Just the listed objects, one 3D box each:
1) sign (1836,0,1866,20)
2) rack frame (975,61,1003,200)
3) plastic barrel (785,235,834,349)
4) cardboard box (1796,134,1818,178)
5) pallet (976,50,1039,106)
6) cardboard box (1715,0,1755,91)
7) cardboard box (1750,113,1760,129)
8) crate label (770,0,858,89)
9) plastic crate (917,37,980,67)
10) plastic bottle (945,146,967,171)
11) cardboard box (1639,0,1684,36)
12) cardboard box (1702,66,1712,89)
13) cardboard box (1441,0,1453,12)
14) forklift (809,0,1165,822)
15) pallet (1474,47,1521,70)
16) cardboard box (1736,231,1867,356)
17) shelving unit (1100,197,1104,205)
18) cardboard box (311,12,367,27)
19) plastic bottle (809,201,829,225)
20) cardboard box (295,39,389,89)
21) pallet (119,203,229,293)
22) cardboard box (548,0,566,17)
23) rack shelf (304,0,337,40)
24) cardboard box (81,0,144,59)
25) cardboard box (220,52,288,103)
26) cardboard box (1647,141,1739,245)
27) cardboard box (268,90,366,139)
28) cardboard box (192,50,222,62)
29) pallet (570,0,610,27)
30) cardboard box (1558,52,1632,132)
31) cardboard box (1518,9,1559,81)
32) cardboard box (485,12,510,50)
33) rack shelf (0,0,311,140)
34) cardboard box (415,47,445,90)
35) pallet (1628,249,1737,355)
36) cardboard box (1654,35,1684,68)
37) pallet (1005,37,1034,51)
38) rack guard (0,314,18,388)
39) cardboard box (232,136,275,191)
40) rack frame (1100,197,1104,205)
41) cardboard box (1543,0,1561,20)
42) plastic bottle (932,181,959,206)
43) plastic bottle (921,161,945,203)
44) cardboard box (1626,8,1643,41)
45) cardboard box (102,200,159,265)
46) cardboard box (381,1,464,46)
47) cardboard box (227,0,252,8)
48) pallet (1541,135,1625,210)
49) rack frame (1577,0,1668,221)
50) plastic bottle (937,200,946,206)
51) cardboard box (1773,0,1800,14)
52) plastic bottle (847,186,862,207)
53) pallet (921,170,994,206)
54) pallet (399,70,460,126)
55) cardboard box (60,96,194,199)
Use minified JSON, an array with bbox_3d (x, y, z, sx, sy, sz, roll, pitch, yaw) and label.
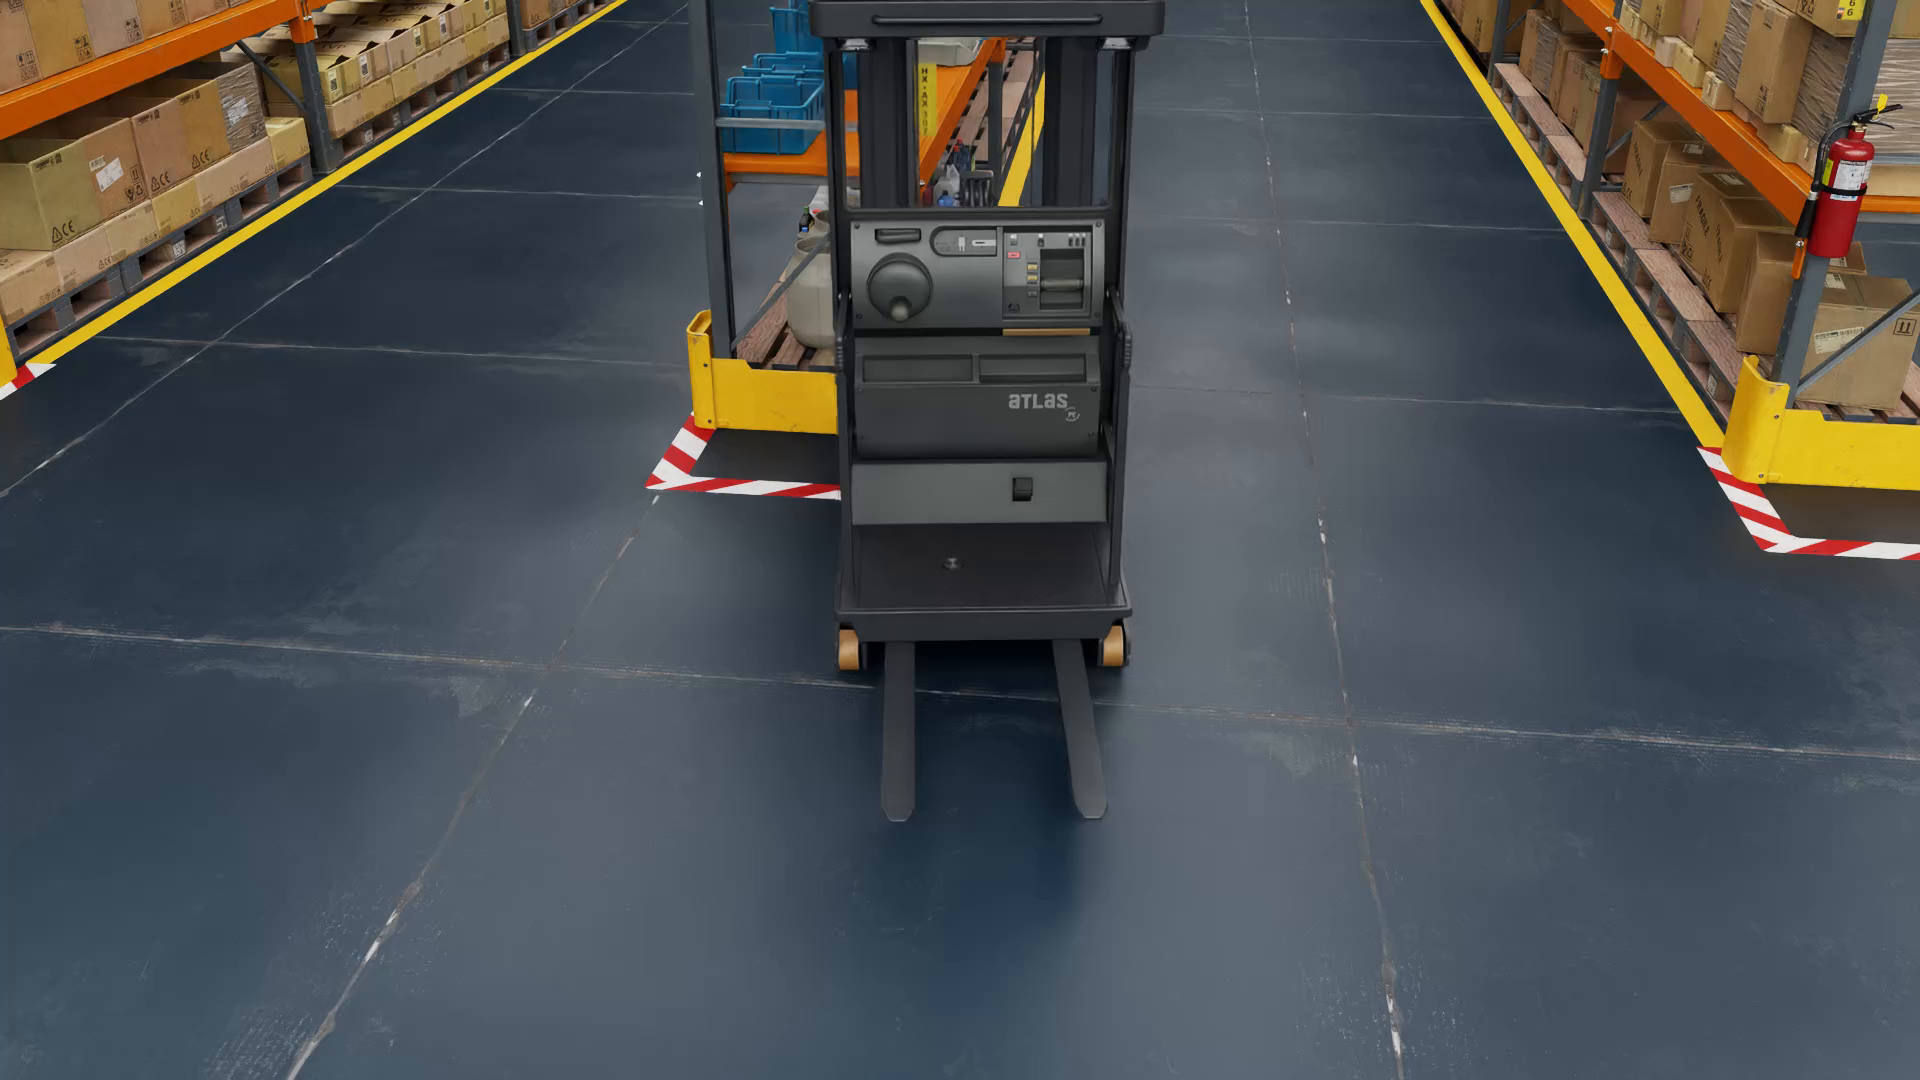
[{"bbox_3d":[3.667,-2.291,6.787,0.100,0.325,0.005,3,28,6],"label":"sign"},{"bbox_3d":[-0.210,-3.772,11.088,1.000,3.000,0.127,3,28,6],"label":"rack frame"},{"bbox_3d":[-0.696,-1.293,8.667,0.421,0.512,0.421,0,28,0],"label":"plastic barrel"},{"bbox_3d":[4.077,-1.754,7.608,0.380,0.149,0.250,3,28,6],"label":"cardboard box"},{"bbox_3d":[0.146,-4.064,14.572,1.003,0.211,1.213,3,28,6],"label":"pallet"},{"bbox_3d":[4.356,-2.508,8.324,0.875,0.500,0.500,3,28,6],"label":"cardboard box"},{"bbox_3d":[4.174,-2.107,8.263,0.380,0.149,0.250,3,28,6],"label":"cardboard box"},{"bbox_3d":[-0.743,-2.786,9.222,0.502,0.435,0.616,3,28,6],"label":"crate label"},{"bbox_3d":[-0.158,-2.876,9.705,0.530,0.136,0.437,3,28,6],"label":"plastic crate"},{"bbox_3d":[-0.027,-2.389,10.851,0.144,0.351,0.185,2,28,4],"label":"plastic bottle"},{"bbox_3d":[4.493,-3.217,9.640,0.875,0.500,0.500,3,28,6],"label":"cardboard box"},{"bbox_3d":[4.224,-2.462,8.923,0.380,0.149,0.250,3,28,6],"label":"cardboard box"},{"bbox_3d":[5.518,-5.776,16.606,1.225,0.875,0.875,2,28,4],"label":"cardboard box"},{"bbox_3d":[0.073,-0.944,5.912,1.130,2.935,3.031,-1,28,-1],"label":"forklift"},{"bbox_3d":[5.367,-4.506,15.391,1.003,0.211,1.213,3,28,6],"label":"pallet"},{"bbox_3d":[4.348,-1.262,8.622,0.500,0.500,0.500,11,30,19],"label":"cardboard box"},{"bbox_3d":[0.513,-0.997,7.819,0.189,1.200,0.258,1,27,-17],"label":"shelving unit"},{"bbox_3d":[-5.175,-4.206,13.760,0.500,0.311,0.500,3,28,6],"label":"cardboard box"},{"bbox_3d":[-0.852,-1.890,10.004,0.152,0.276,0.135,4,29,7],"label":"plastic bottle"},{"bbox_3d":[-4.761,-3.698,12.816,0.500,0.311,0.500,3,28,6],"label":"cardboard box"},{"bbox_3d":[-5.412,-1.886,10.528,1.003,0.211,1.213,3,28,6],"label":"pallet"},{"bbox_3d":[-4.238,-5.482,16.434,0.500,0.500,0.500,2,28,4],"label":"cardboard box"},{"bbox_3d":[-4.881,-4.686,13.544,1.077,0.370,4.000,3,28,6],"label":"rack shelf"},{"bbox_3d":[-5.359,-3.170,9.867,0.700,0.500,0.500,4,29,8],"label":"cardboard box"},{"bbox_3d":[-5.361,-3.490,12.430,0.500,0.311,0.500,3,28,6],"label":"cardboard box"},{"bbox_3d":[4.554,-2.112,10.201,0.500,0.500,0.500,13,31,22],"label":"cardboard box"},{"bbox_3d":[-4.831,-3.211,12.504,0.500,0.250,0.500,3,28,5],"label":"cardboard box"},{"bbox_3d":[-5.493,-3.166,11.629,0.500,0.500,0.500,3,28,6],"label":"cardboard box"},{"bbox_3d":[-4.355,-5.638,17.493,1.003,0.211,1.213,3,28,6],"label":"pallet"},{"bbox_3d":[4.947,-3.352,12.480,0.700,0.500,0.500,1,28,2],"label":"cardboard box"},{"bbox_3d":[5.133,-4.143,13.950,0.700,0.500,0.500,2,28,4],"label":"cardboard box"},{"bbox_3d":[-4.458,-4.657,15.187,0.500,0.250,0.500,4,29,7],"label":"cardboard box"},{"bbox_3d":[-5.371,-2.803,10.049,1.077,0.370,4.000,3,28,6],"label":"rack shelf"},{"bbox_3d":[-4.643,-3.935,13.848,0.500,0.250,0.500,4,29,7],"label":"cardboard box"},{"bbox_3d":[4.511,-1.362,9.556,1.003,0.211,1.213,3,28,6],"label":"pallet"},{"bbox_3d":[4.241,-2.820,9.586,0.380,0.149,0.250,3,28,6],"label":"cardboard box"},{"bbox_3d":[0.335,-4.800,15.938,1.003,0.211,1.213,3,28,6],"label":"pallet"},{"bbox_3d":[-5.619,-1.067,8.703,1.175,0.500,0.348,3,28,6],"label":"rack guard"},{"bbox_3d":[-5.037,-2.570,11.314,0.500,0.250,0.500,3,28,6],"label":"cardboard box"},{"bbox_3d":[0.600,-0.996,7.845,0.006,1.200,0.240,1,27,-17],"label":"rack frame"},{"bbox_3d":[5.143,-4.473,13.771,0.500,0.250,0.500,4,29,8],"label":"cardboard box"},{"bbox_3d":[-0.090,-2.128,10.445,0.152,0.276,0.135,4,29,7],"label":"plastic bottle"},{"bbox_3d":[-0.177,-2.353,10.862,0.152,0.276,0.135,3,28,6],"label":"plastic bottle"},{"bbox_3d":[4.337,-3.173,10.241,0.380,0.149,0.250,3,28,6],"label":"cardboard box"},{"bbox_3d":[-5.210,-1.863,10.002,0.500,0.250,0.500,3,28,6],"label":"cardboard box"},{"bbox_3d":[-4.577,-4.422,14.161,0.500,0.311,0.500,3,28,6],"label":"cardboard box"},{"bbox_3d":[-5.174,-3.896,11.214,0.700,0.500,0.500,3,28,5],"label":"cardboard box"},{"bbox_3d":[4.799,-2.623,11.896,1.003,0.211,1.213,3,28,6],"label":"pallet"},{"bbox_3d":[4.705,-3.484,10.554,1.000,3.000,0.127,3,28,6],"label":"rack frame"},{"bbox_3d":[-0.115,-1.925,10.073,0.097,0.271,0.097,0,28,0],"label":"plastic bottle"},{"bbox_3d":[4.093,-2.725,7.672,0.500,0.500,0.500,3,28,6],"label":"cardboard box"},{"bbox_3d":[-0.646,-2.125,10.439,0.152,0.276,0.135,3,28,6],"label":"plastic bottle"},{"bbox_3d":[-0.334,-2.230,11.167,1.003,0.211,1.213,3,28,6],"label":"pallet"},{"bbox_3d":[-4.927,-3.759,14.004,1.003,0.211,1.213,3,28,6],"label":"pallet"},{"bbox_3d":[-5.143,-2.428,10.260,0.500,0.500,0.500,3,28,6],"label":"cardboard box"}]
